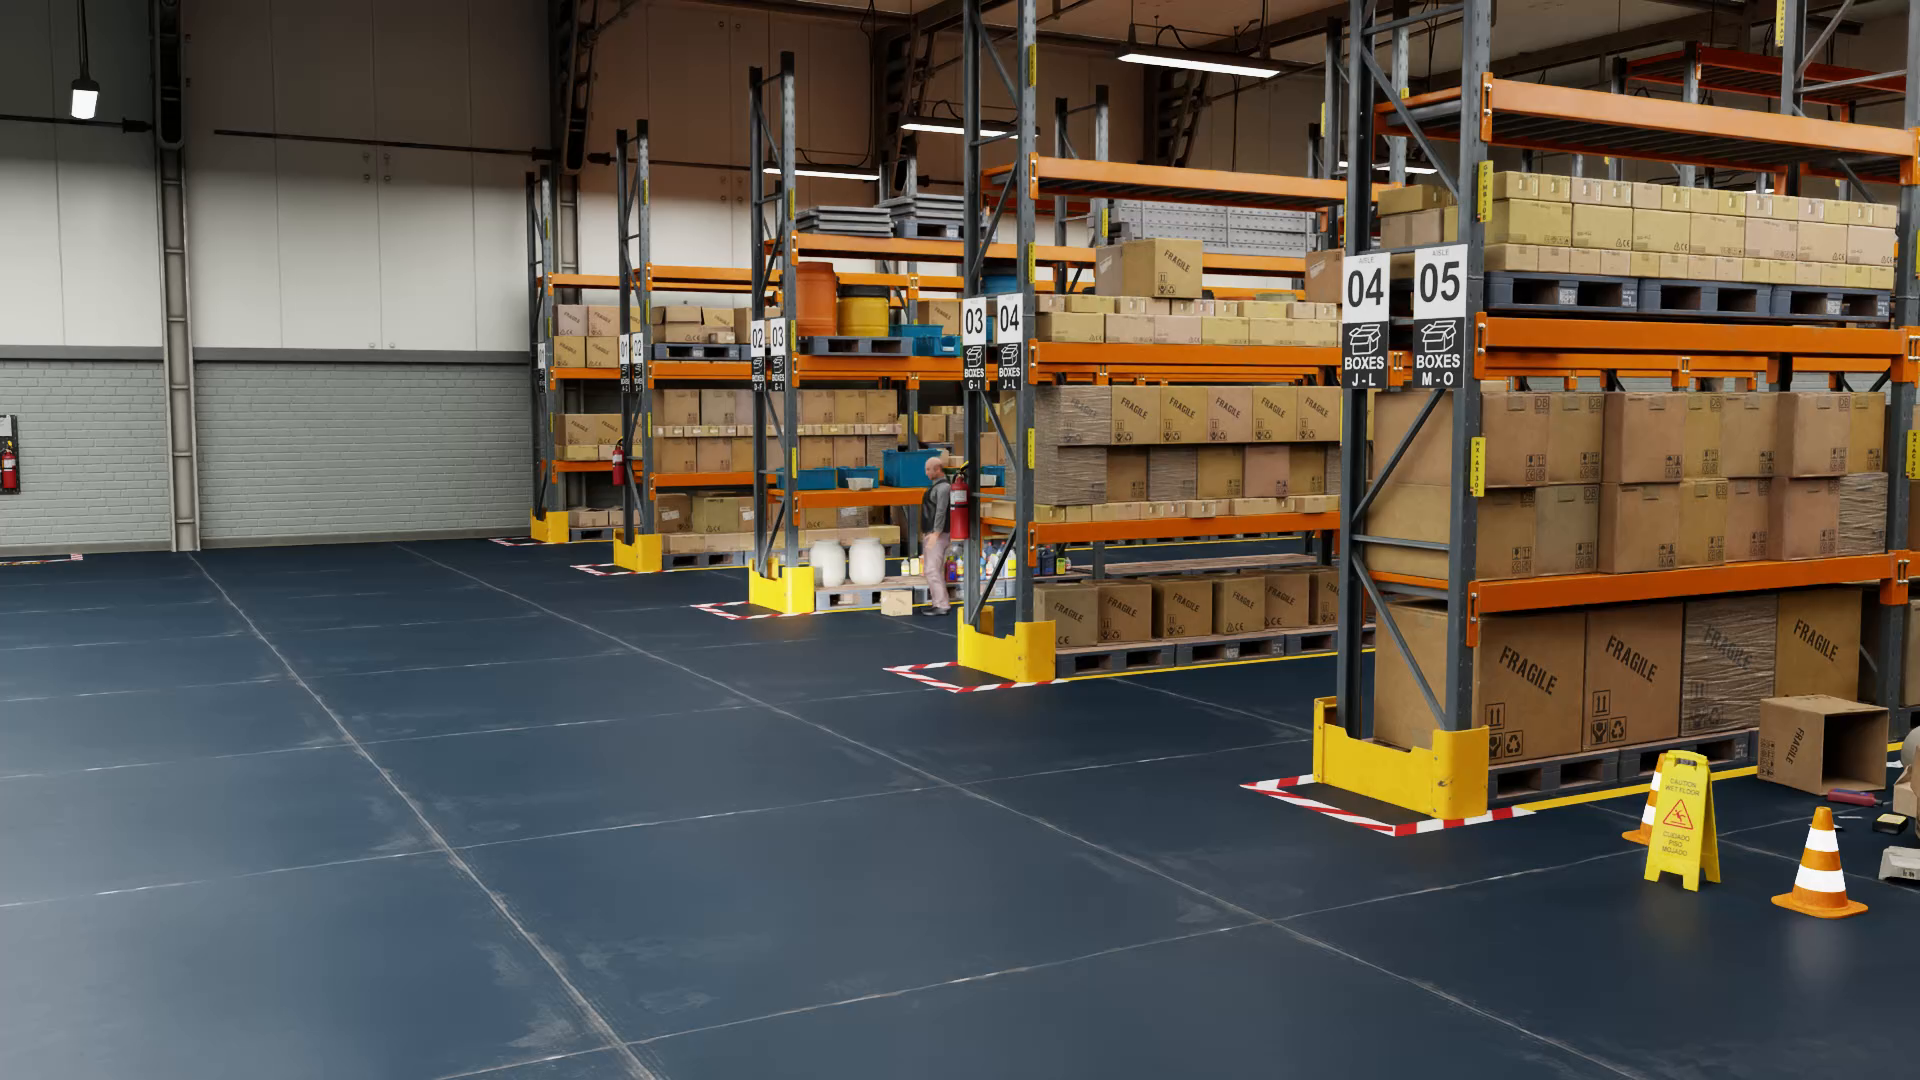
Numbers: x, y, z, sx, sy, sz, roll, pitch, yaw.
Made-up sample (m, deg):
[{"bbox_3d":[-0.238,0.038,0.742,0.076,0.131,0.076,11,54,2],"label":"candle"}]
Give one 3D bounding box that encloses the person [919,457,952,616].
[{"bbox_3d":[-0.252,-0.042,17.984,0.359,1.714,0.537,-1,5,-9],"label":"person"}]
